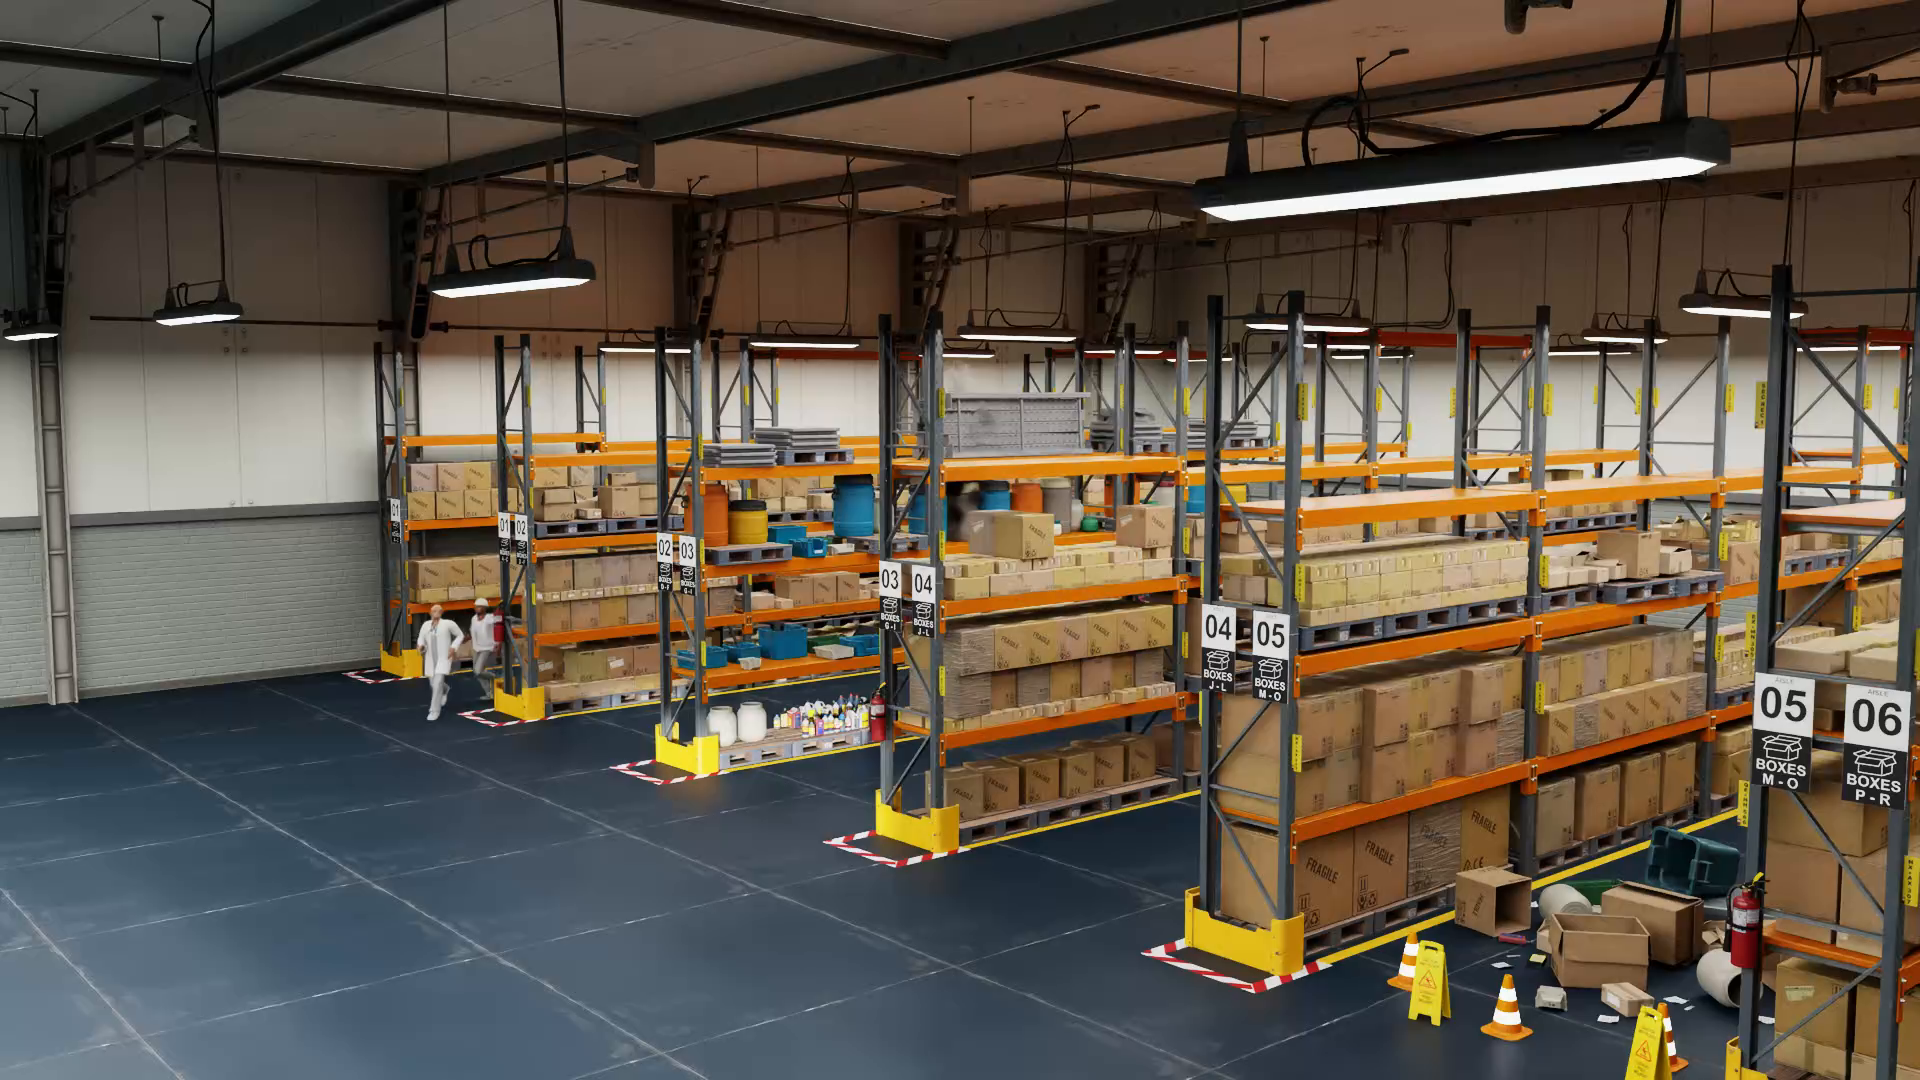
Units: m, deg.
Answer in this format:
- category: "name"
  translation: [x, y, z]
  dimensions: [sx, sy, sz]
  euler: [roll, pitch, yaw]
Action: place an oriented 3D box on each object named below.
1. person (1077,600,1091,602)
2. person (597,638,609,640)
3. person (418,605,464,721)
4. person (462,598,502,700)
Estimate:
- category: "person"
  translation: [1.892, 1.749, 24.738]
  dimensions: [0.692, 1.851, 0.884]
  euler: [4, 7, 37]
- category: "person"
  translation: [-6.288, 1.623, 29.447]
  dimensions: [0.970, 1.655, 0.561]
  euler: [-5, 7, -42]
- category: "person"
  translation: [-8.209, 1.900, 26.282]
  dimensions: [0.725, 1.778, 0.971]
  euler: [1, 5, 10]
- category: "person"
  translation: [-7.886, 1.816, 27.415]
  dimensions: [0.697, 1.721, 0.565]
  euler: [3, 6, 32]
